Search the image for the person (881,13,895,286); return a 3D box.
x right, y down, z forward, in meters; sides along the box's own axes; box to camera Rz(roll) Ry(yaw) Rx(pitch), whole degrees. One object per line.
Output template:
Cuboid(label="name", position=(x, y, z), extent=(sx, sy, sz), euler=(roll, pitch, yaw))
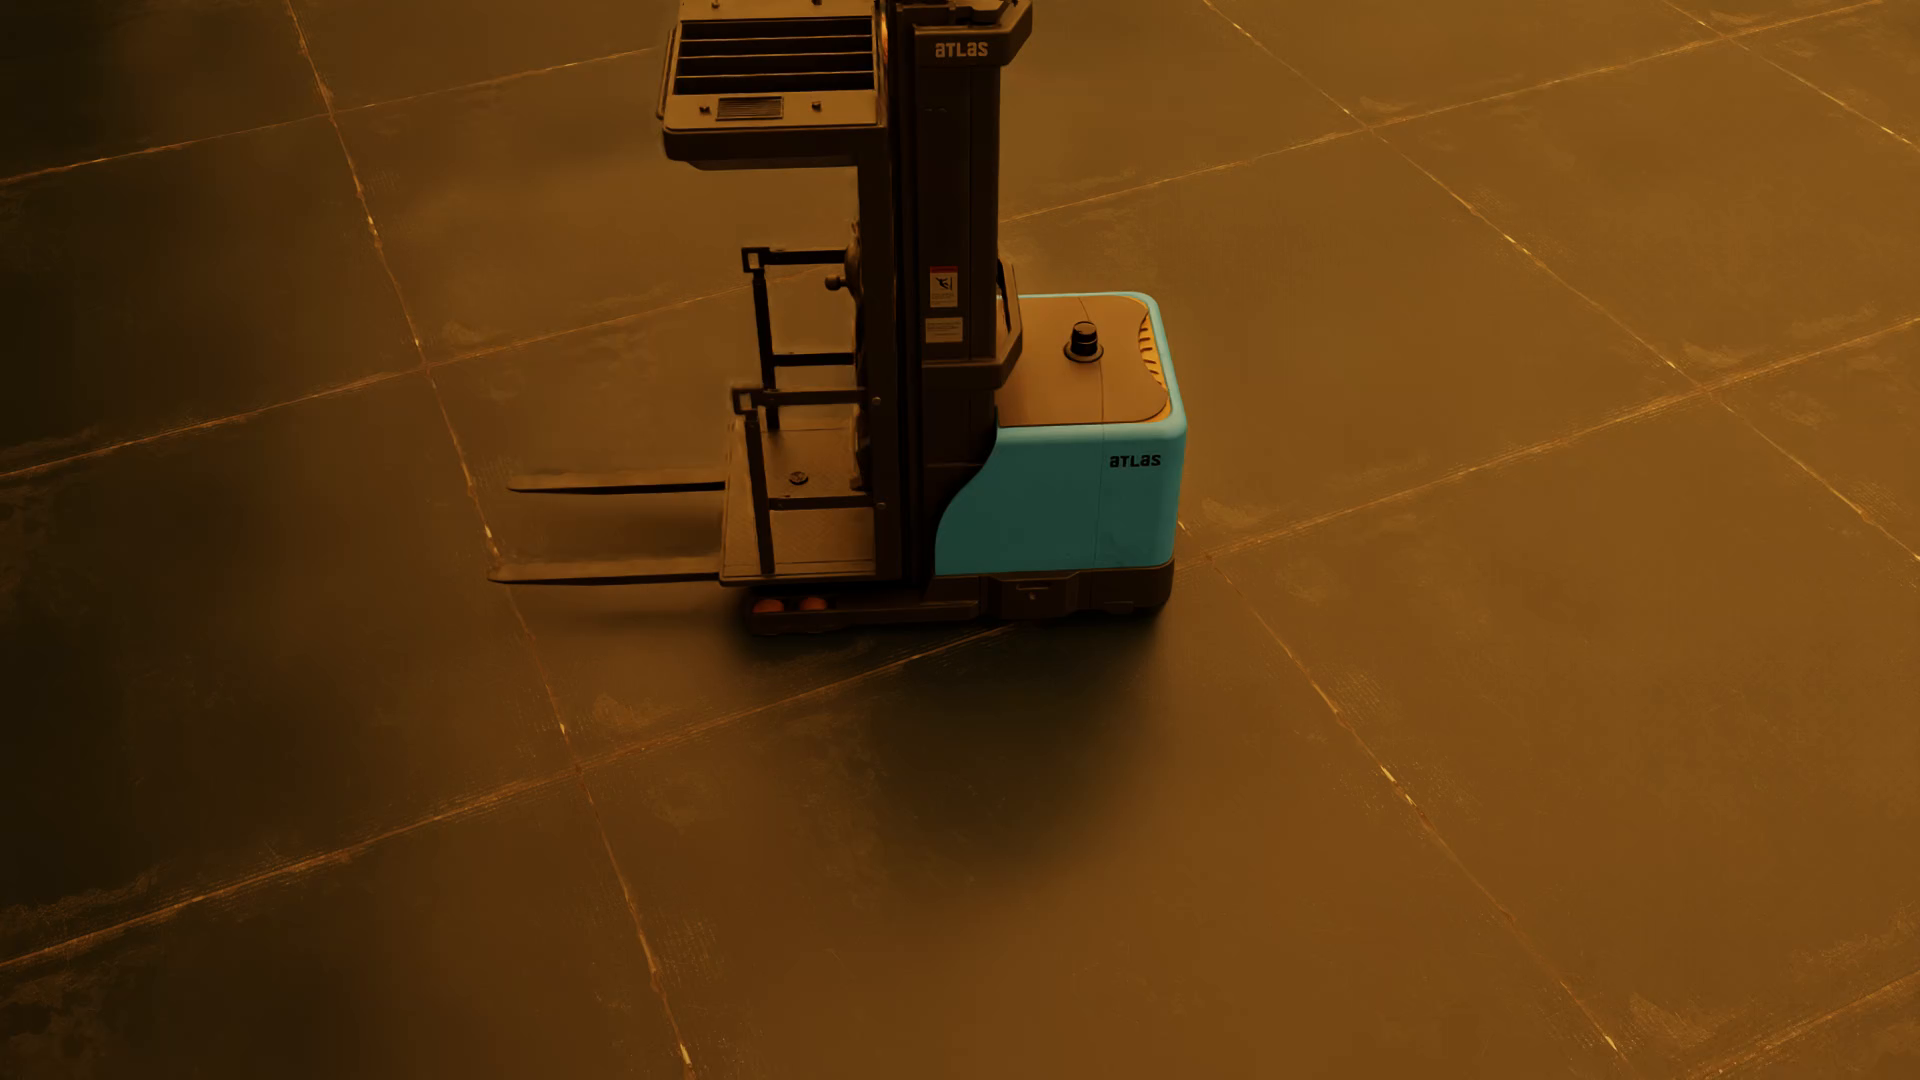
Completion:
Cuboid(label="person", position=(-0.459, -2.186, 9.165), extent=(0.963, 1.383, 1.046), euler=(9, 44, 9))

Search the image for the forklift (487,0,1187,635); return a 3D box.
Cuboid(label="forklift", position=(-0.591, -1.022, 6.775), extent=(3.031, 2.935, 1.130), euler=(-2, 43, -2))
